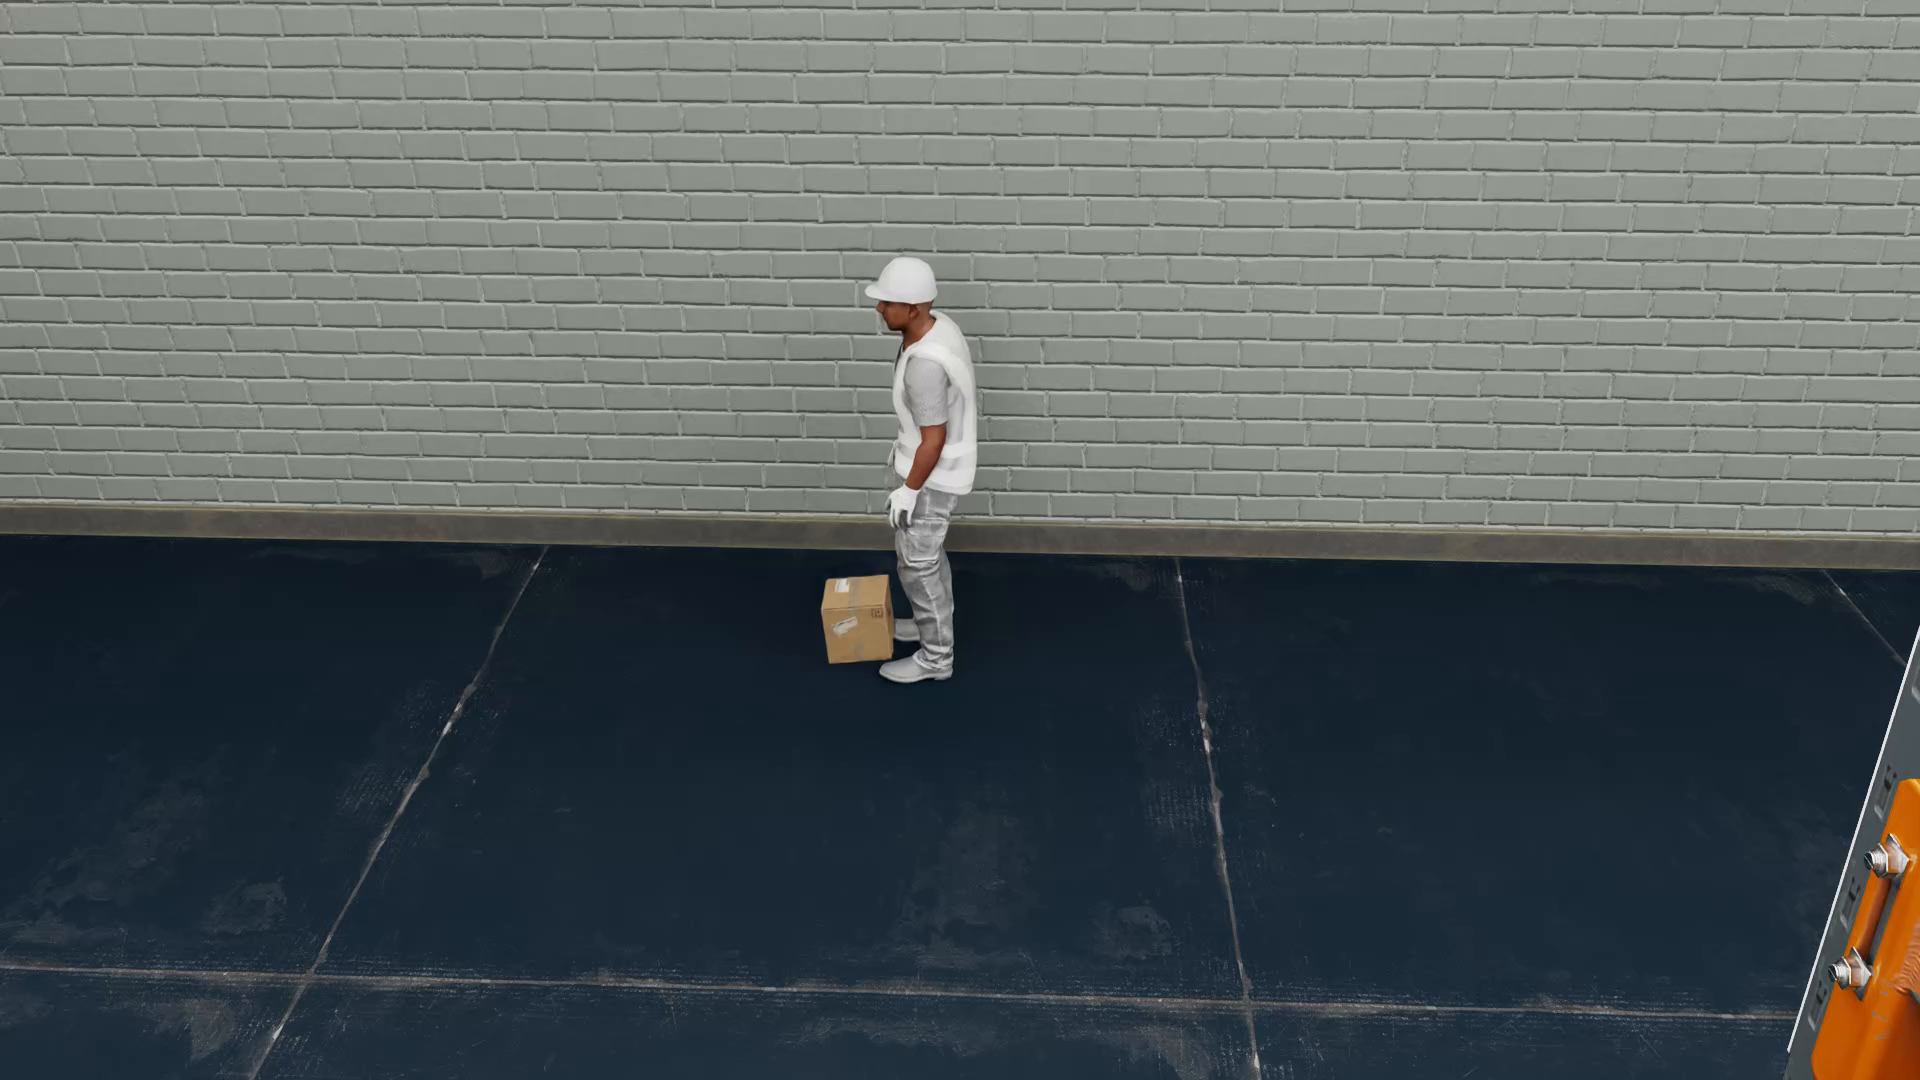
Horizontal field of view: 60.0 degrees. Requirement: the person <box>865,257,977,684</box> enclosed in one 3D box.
[{"bbox_3d":[-0.145,-0.273,6.624,0.426,1.778,0.584,0,28,0],"label":"person"}]
